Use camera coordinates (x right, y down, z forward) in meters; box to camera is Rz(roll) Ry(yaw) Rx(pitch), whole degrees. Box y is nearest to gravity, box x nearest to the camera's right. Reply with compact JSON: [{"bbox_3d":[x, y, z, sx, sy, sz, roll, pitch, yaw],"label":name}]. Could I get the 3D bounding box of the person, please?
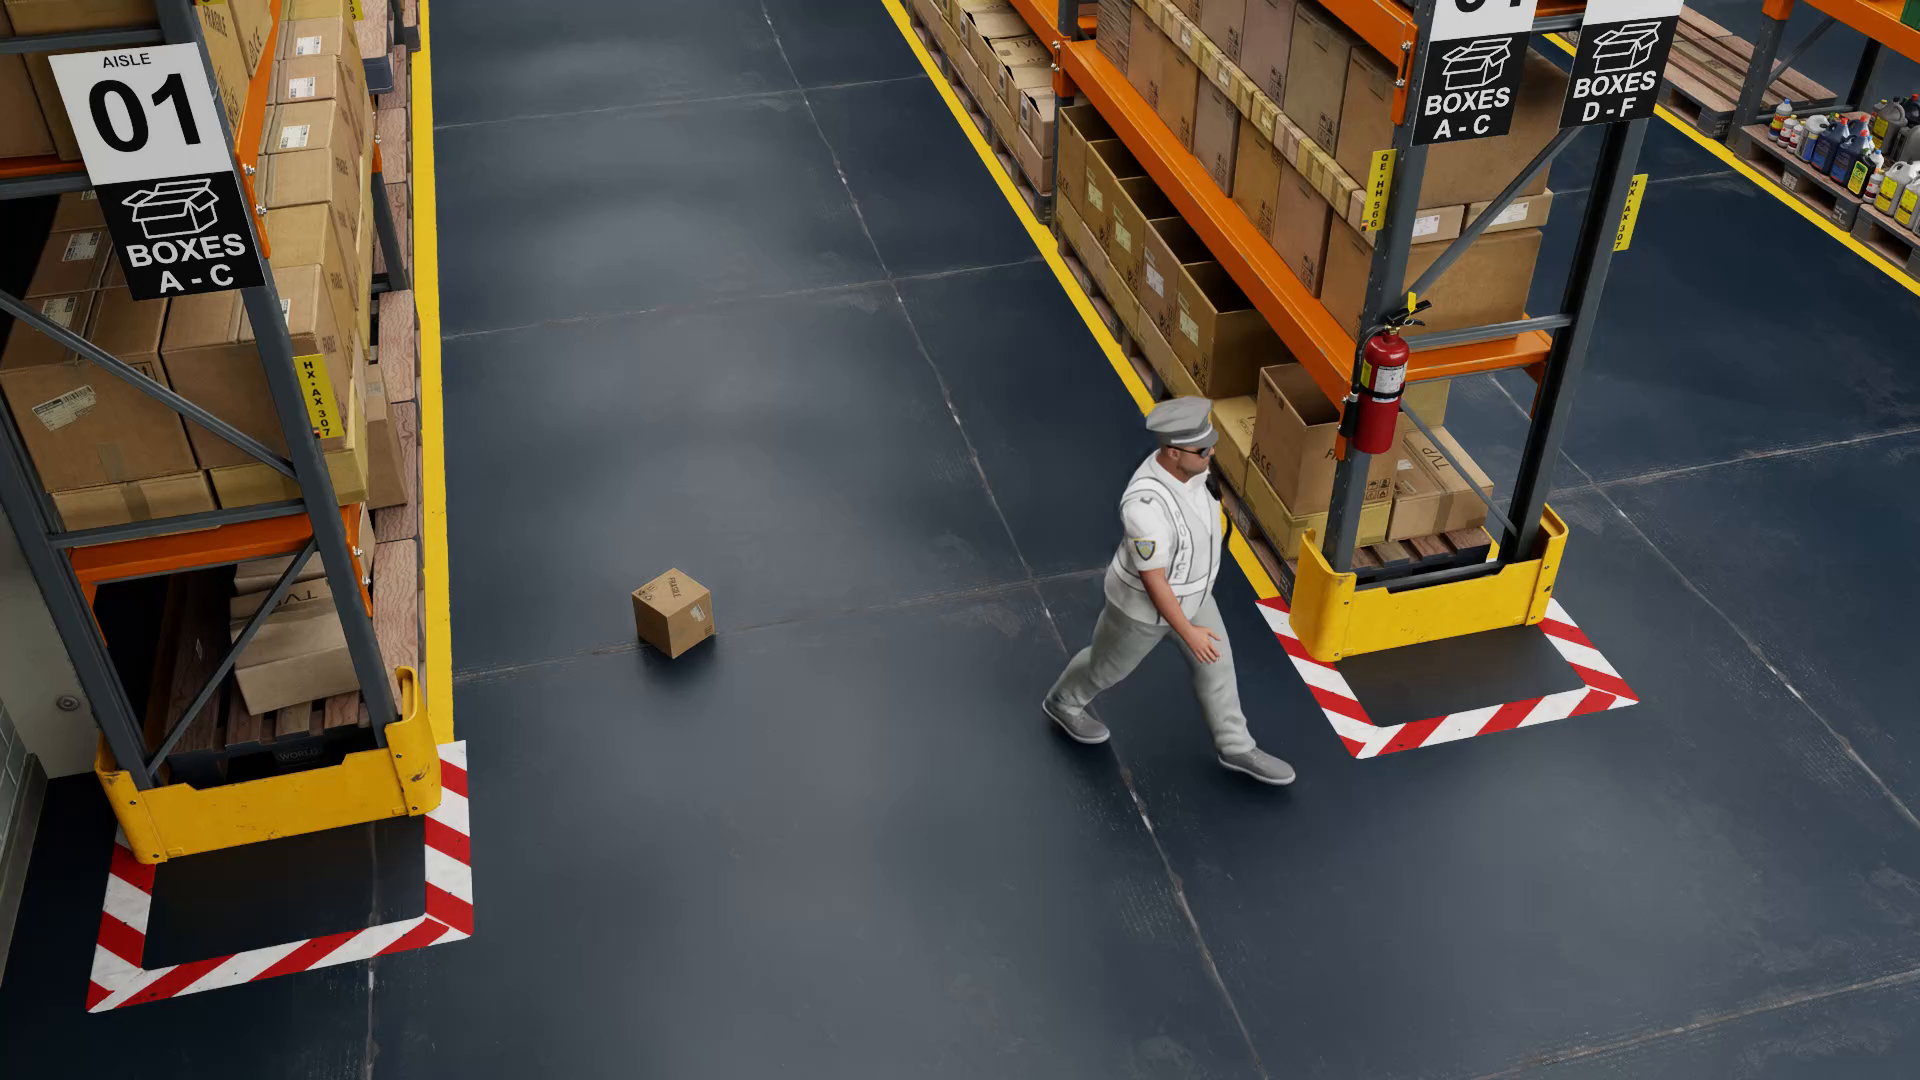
[{"bbox_3d":[0.846,0.211,6.410,1.073,1.698,0.537,25,44,28],"label":"person"}]
